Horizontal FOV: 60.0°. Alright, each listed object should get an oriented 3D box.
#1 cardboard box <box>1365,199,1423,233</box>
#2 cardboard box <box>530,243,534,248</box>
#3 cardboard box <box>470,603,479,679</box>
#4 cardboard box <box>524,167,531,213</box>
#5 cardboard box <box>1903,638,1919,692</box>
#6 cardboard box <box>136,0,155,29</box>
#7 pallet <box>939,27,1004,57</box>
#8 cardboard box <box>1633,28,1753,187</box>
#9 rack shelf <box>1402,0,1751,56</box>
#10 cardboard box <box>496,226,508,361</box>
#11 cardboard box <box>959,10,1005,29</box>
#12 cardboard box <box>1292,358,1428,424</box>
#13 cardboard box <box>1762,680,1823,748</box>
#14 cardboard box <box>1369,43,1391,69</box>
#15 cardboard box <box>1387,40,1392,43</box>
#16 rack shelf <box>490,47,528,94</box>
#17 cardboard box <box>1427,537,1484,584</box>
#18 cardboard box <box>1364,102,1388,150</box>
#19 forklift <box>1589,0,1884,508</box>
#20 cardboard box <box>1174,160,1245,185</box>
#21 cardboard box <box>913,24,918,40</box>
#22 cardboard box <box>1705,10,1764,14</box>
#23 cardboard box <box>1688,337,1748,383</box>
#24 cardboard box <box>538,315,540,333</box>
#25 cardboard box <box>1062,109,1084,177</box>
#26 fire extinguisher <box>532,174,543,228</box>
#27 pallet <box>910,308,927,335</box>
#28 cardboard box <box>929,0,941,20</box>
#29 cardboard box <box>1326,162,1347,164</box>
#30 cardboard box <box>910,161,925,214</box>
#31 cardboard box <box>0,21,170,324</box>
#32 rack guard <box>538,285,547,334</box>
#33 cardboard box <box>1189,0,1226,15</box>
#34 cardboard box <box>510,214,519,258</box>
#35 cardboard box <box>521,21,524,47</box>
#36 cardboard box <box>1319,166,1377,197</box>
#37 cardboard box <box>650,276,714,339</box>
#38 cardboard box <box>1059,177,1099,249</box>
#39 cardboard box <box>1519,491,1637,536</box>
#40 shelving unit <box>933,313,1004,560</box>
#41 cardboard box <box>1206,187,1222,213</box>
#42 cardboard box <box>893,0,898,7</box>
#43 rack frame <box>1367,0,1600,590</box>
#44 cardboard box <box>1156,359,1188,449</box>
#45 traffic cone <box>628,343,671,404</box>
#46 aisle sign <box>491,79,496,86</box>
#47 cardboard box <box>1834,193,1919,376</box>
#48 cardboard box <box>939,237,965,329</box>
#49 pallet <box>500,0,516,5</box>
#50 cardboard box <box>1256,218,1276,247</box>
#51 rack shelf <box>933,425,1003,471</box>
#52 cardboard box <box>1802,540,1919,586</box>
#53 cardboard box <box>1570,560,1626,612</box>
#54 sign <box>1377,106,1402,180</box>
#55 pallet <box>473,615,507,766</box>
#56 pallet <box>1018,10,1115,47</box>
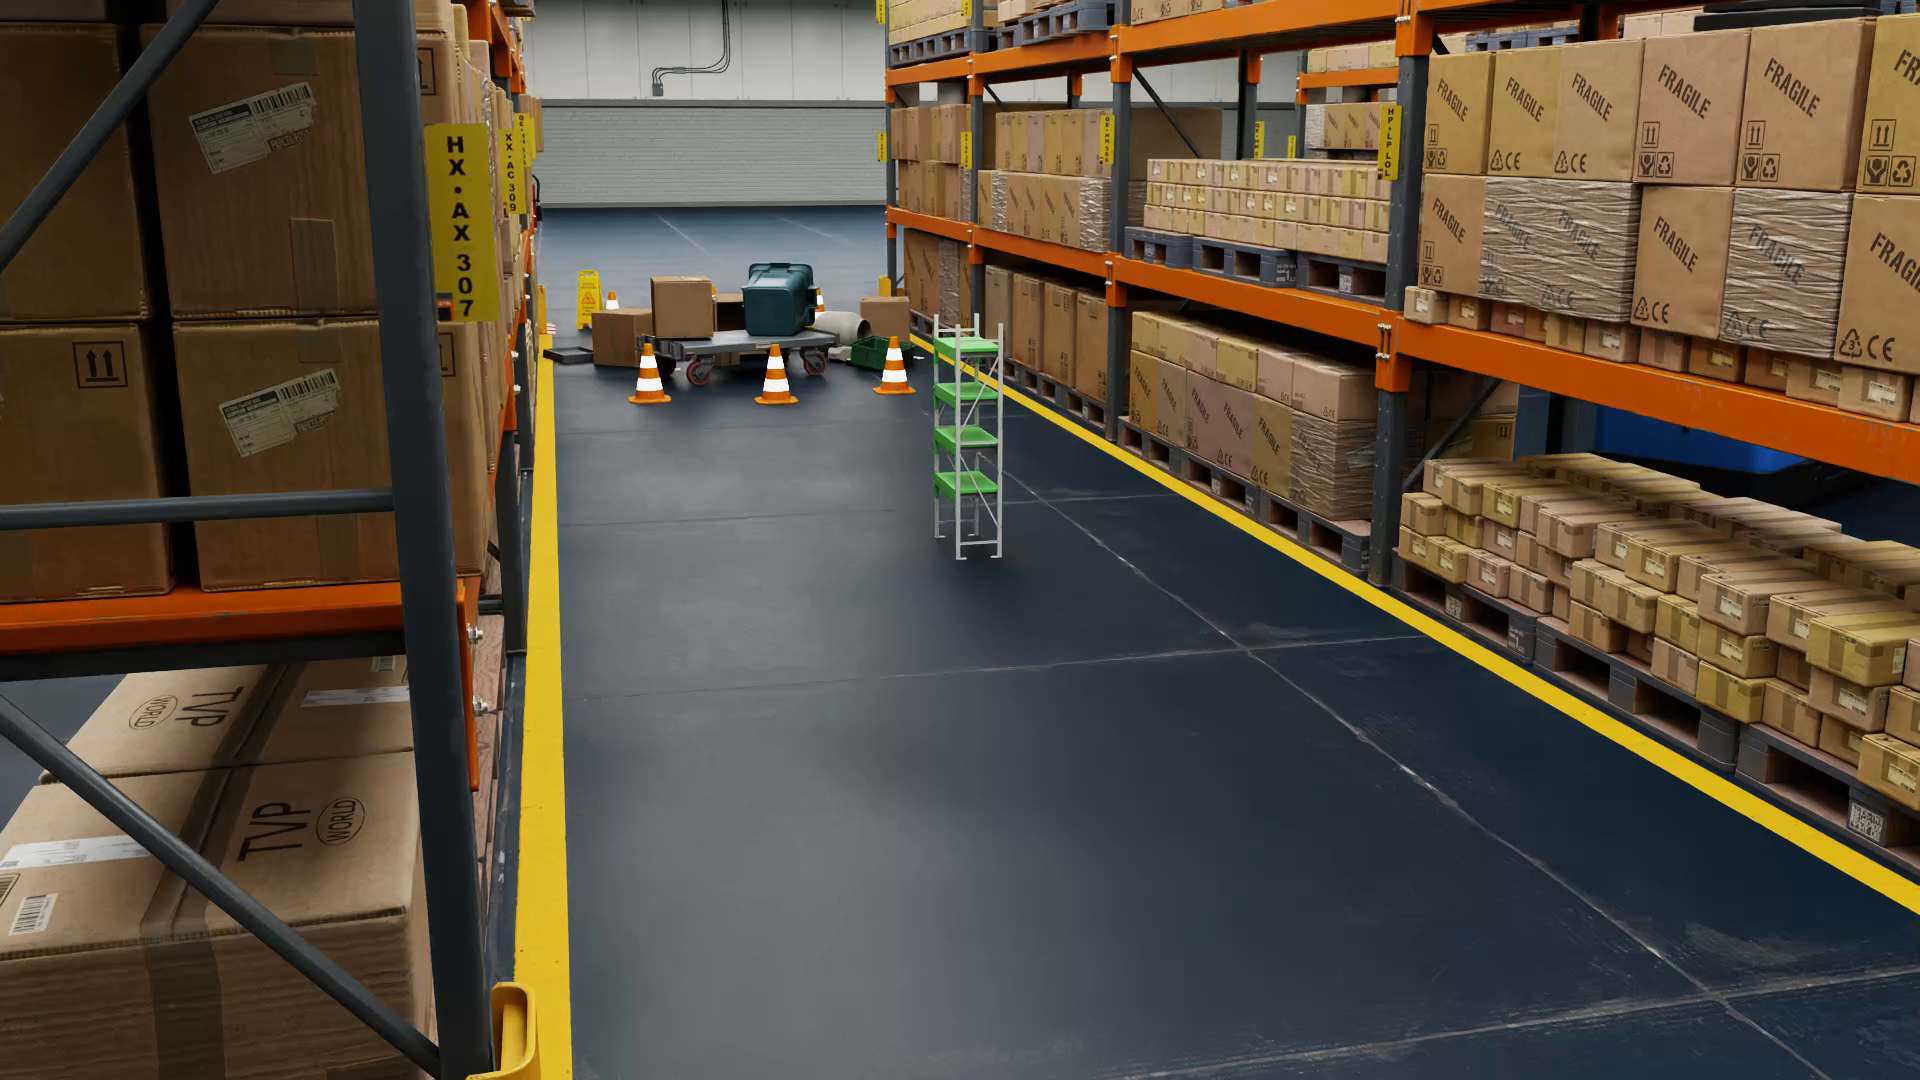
[{"bbox_3d":[2.190,-1.569,8.047,0.380,0.149,0.250,-3,14,-11],"label":"cardboard box"},{"bbox_3d":[-4.227,-2.720,15.700,0.380,0.149,0.250,-2,14,-10],"label":"cardboard box"},{"bbox_3d":[-2.269,0.229,6.184,0.875,0.438,0.875,-3,14,-14],"label":"cardboard box"},{"bbox_3d":[-4.023,-3.118,14.533,0.500,0.500,0.500,-3,14,-13],"label":"cardboard box"},{"bbox_3d":[3.041,0.384,4.905,0.380,0.149,0.250,-3,14,-12],"label":"cardboard box"},{"bbox_3d":[-1.735,-1.018,3.090,0.380,0.149,0.250,-3,14,-12],"label":"cardboard box"},{"bbox_3d":[0.415,-4.711,15.755,1.003,0.211,1.213,-3,14,-13],"label":"pallet"},{"bbox_3d":[2.689,-1.468,5.670,0.500,0.500,0.500,-4,14,-15],"label":"cardboard box"},{"bbox_3d":[2.946,-1.908,5.613,1.077,0.370,4.000,-3,14,-13],"label":"rack shelf"},{"bbox_3d":[-1.955,-0.918,6.155,0.500,0.500,0.500,-3,14,-13],"label":"cardboard box"},{"bbox_3d":[0.201,-4.761,15.209,0.380,0.149,0.250,-3,14,-13],"label":"cardboard box"},{"bbox_3d":[2.055,-0.774,8.575,0.500,0.250,0.500,-4,14,-15],"label":"cardboard box"},{"bbox_3d":[2.881,0.556,5.452,0.380,0.149,0.250,-3,14,-13],"label":"cardboard box"},{"bbox_3d":[4.731,-5.189,17.842,0.500,0.250,0.500,-3,14,-12],"label":"cardboard box"},{"bbox_3d":[4.793,-5.368,17.735,0.380,0.149,0.250,-4,14,-15],"label":"cardboard box"},{"bbox_3d":[-4.661,-4.377,15.719,1.077,0.370,4.000,-3,14,-13],"label":"rack shelf"},{"bbox_3d":[2.311,0.082,7.392,0.380,0.149,0.250,-3,14,-12],"label":"cardboard box"},{"bbox_3d":[4.720,-4.474,17.975,0.500,0.500,0.500,-3,14,-13],"label":"cardboard box"},{"bbox_3d":[5.126,-1.815,10.182,3.031,2.935,1.130,-13,19,-42],"label":"forklift"},{"bbox_3d":[1.576,-2.319,10.492,0.380,0.149,0.250,-3,14,-13],"label":"cardboard box"},{"bbox_3d":[-0.277,-5.230,17.126,0.380,0.149,0.250,-3,14,-14],"label":"cardboard box"},{"bbox_3d":[6.031,-3.918,12.640,0.500,0.250,0.500,-3,14,-13],"label":"cardboard box"},{"bbox_3d":[2.769,-0.639,5.751,0.380,0.149,0.250,-3,14,-12],"label":"cardboard box"},{"bbox_3d":[-4.437,-2.187,16.469,0.500,0.250,0.500,-4,14,-15],"label":"cardboard box"},{"bbox_3d":[1.198,-3.058,12.806,0.700,0.500,0.500,-4,14,-14],"label":"cardboard box"},{"bbox_3d":[-4.709,-3.745,18.100,0.296,0.674,0.183,-3,14,-13],"label":"fire extinguisher"},{"bbox_3d":[-0.079,-2.495,18.697,1.003,0.211,1.213,-3,14,-13],"label":"pallet"},{"bbox_3d":[-0.002,-5.220,16.247,0.500,0.250,0.500,-3,14,-14],"label":"cardboard box"},{"bbox_3d":[2.399,-2.170,9.878,0.380,0.149,0.250,-3,14,-10],"label":"cardboard box"},{"bbox_3d":[-0.051,-3.758,17.673,0.875,0.550,0.550,-3,14,-13],"label":"cardboard box"},{"bbox_3d":[-1.717,-0.672,3.040,0.500,0.500,0.500,-3,14,-11],"label":"cardboard box"},{"bbox_3d":[-5.112,-2.499,18.103,1.175,0.500,0.348,-3,14,-13],"label":"rack guard"},{"bbox_3d":[1.659,-3.314,9.639,0.500,0.500,0.500,-3,14,-13],"label":"cardboard box"},{"bbox_3d":[-2.384,-1.486,7.954,0.500,0.250,0.500,-3,14,-12],"label":"cardboard box"},{"bbox_3d":[-4.505,-4.921,16.119,0.500,0.250,0.500,-3,14,-12],"label":"cardboard box"},{"bbox_3d":[2.069,-1.836,8.514,0.380,0.149,0.250,-4,14,-15],"label":"cardboard box"},{"bbox_3d":[-2.468,-2.068,14.742,0.500,0.500,0.500,-3,14,-13],"label":"cardboard box"},{"bbox_3d":[1.054,-2.437,12.372,0.500,0.500,0.500,-3,14,-13],"label":"cardboard box"},{"bbox_3d":[2.553,-0.098,6.875,0.380,0.149,0.250,-4,14,-15],"label":"cardboard box"},{"bbox_3d":[0.039,-0.545,8.628,0.258,1.200,0.503,-3,14,-13],"label":"shelving unit"},{"bbox_3d":[1.704,-2.049,10.011,0.380,0.149,0.250,-3,14,-13],"label":"cardboard box"},{"bbox_3d":[-0.516,-5.853,17.996,0.380,0.149,0.250,-3,14,-13],"label":"cardboard box"},{"bbox_3d":[2.476,-1.262,7.772,1.000,3.000,0.127,-3,14,-13],"label":"rack frame"},{"bbox_3d":[1.576,-0.881,10.595,0.500,0.500,0.500,-3,14,-13],"label":"cardboard box"},{"bbox_3d":[-2.539,-1.368,13.551,0.336,0.463,0.334,-3,14,-13],"label":"traffic cone"},{"bbox_3d":[-4.863,-5.024,17.694,0.394,0.787,0.004,-3,14,-13],"label":"aisle sign"},{"bbox_3d":[2.944,-0.741,4.801,0.500,0.500,0.500,-4,14,-14],"label":"cardboard box"},{"bbox_3d":[0.302,-2.636,16.988,0.875,0.875,0.875,-3,14,-13],"label":"cardboard box"},{"bbox_3d":[-2.783,-2.847,8.339,1.003,0.211,1.213,-3,14,-11],"label":"pallet"},{"bbox_3d":[1.881,-1.725,9.311,0.380,0.149,0.250,-3,14,-11],"label":"cardboard box"},{"bbox_3d":[0.039,-0.483,8.644,0.258,0.148,0.480,-3,14,-13],"label":"rack shelf"},{"bbox_3d":[3.294,0.111,6.023,0.380,0.149,0.250,-3,14,-12],"label":"cardboard box"},{"bbox_3d":[2.589,0.173,6.396,0.380,0.149,0.250,-3,14,-14],"label":"cardboard box"},{"bbox_3d":[1.937,-1.793,7.504,0.100,0.325,0.005,-3,14,-13],"label":"sign"},{"bbox_3d":[-2.210,0.572,6.142,1.003,0.211,1.213,-3,14,-13],"label":"pallet"},{"bbox_3d":[1.068,-3.953,12.866,1.003,0.211,1.213,-3,14,-11],"label":"pallet"}]
